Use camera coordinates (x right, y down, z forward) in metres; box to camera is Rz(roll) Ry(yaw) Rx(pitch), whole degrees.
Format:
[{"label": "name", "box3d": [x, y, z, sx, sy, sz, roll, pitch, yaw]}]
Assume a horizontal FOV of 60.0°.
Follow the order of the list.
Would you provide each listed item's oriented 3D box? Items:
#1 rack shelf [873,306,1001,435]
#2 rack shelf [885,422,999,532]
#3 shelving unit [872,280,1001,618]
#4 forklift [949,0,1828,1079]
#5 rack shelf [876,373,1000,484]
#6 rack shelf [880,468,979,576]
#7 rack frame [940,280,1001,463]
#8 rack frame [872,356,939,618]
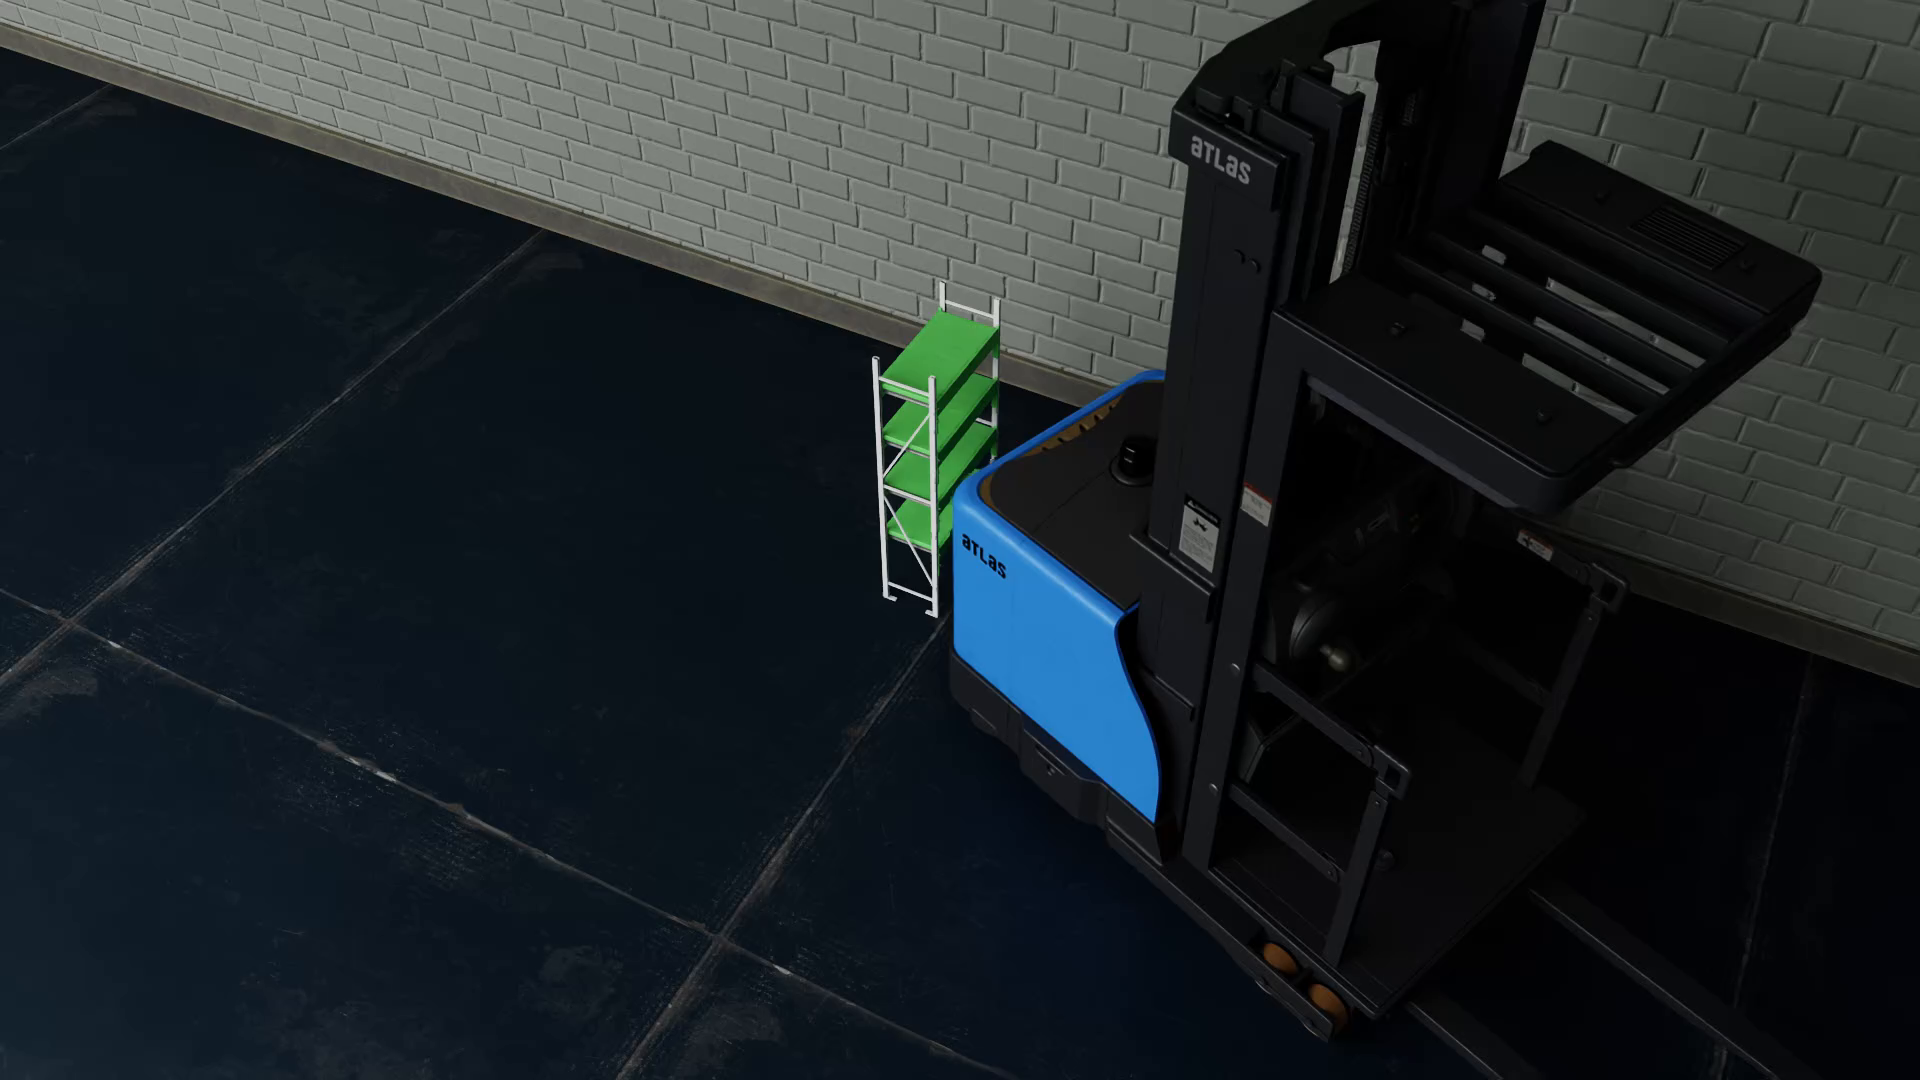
[{"label": "rack shelf", "box3d": [-0.077, -0.610, 5.924, 0.258, 0.148, 0.480, 20, 49, 19]}, {"label": "rack shelf", "box3d": [-0.077, -0.273, 6.266, 0.258, 0.148, 0.480, 20, 49, 19]}, {"label": "shelving unit", "box3d": [-0.077, -0.317, 6.220, 0.258, 1.200, 0.503, 20, 49, 19]}, {"label": "forklift", "box3d": [1.314, 0.110, 4.581, 1.130, 2.935, 3.031, -32, 54, -28]}, {"label": "rack shelf", "box3d": [-0.077, -0.441, 6.095, 0.258, 0.148, 0.480, 20, 49, 19]}, {"label": "rack shelf", "box3d": [-0.077, -0.104, 6.436, 0.258, 0.148, 0.480, 20, 49, 19]}, {"label": "rack frame", "box3d": [0.036, -0.471, 6.372, 0.240, 1.200, 0.015, 20, 49, 19]}, {"label": "rack frame", "box3d": [-0.190, -0.164, 6.068, 0.240, 1.200, 0.015, 20, 49, 19]}]
